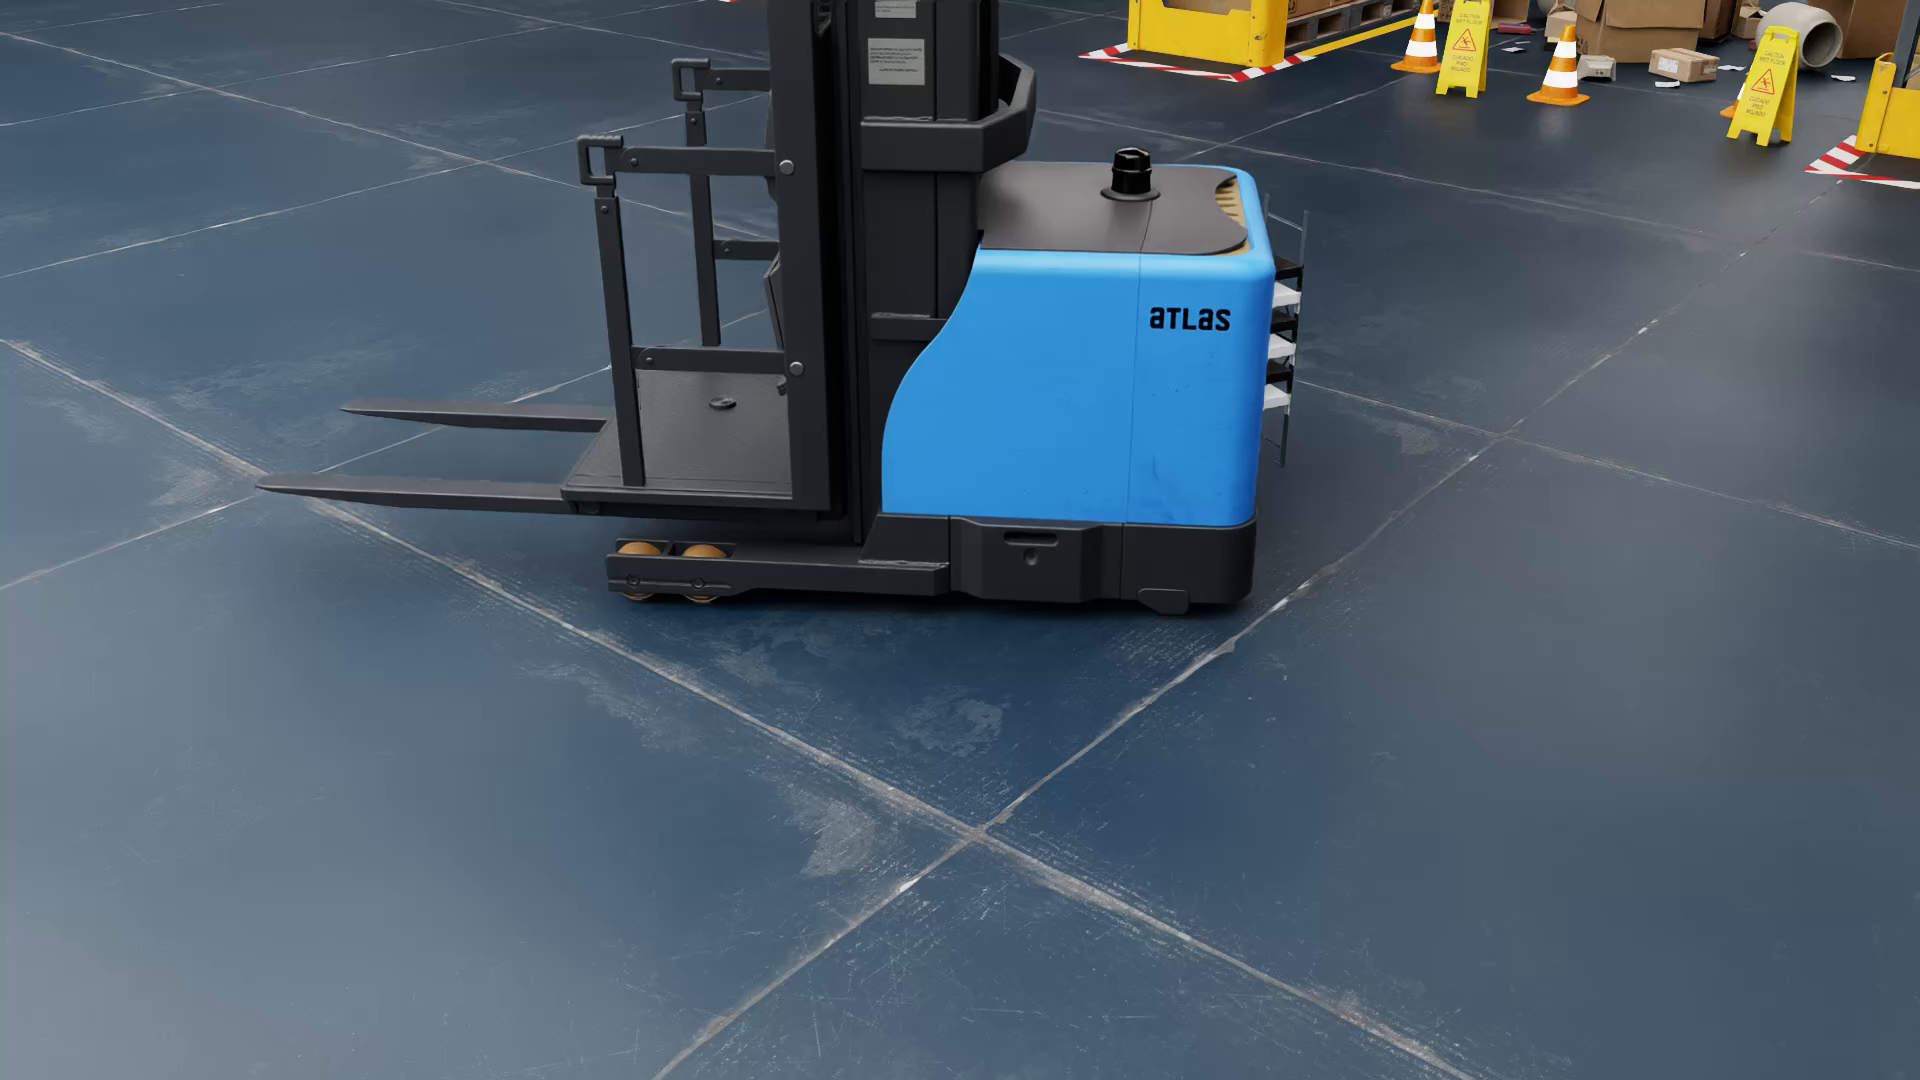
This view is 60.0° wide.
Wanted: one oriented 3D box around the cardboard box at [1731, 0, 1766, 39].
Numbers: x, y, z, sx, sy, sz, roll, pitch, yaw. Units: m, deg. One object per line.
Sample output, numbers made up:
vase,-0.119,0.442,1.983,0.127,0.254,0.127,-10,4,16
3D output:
cardboard box,6.038,-3.997,12.688,0.258,0.266,0.396,0,27,0

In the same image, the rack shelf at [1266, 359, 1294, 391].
rack shelf,0.973,-0.570,5.640,0.200,0.077,0.258,-12,30,-22

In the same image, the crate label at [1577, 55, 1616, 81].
crate label,4.326,-3.214,11.313,0.250,0.136,0.298,4,28,8

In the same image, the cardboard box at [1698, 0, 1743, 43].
cardboard box,5.420,-4.103,12.486,0.797,0.637,0.503,21,34,34

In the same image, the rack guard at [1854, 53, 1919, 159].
rack guard,5.716,-2.372,9.290,1.175,0.500,0.348,21,34,34

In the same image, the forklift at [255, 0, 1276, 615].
forklift,-0.623,-1.357,4.683,3.031,2.935,1.130,3,27,5

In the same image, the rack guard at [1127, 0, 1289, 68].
rack guard,1.769,-3.747,11.949,1.175,0.500,0.348,21,34,34

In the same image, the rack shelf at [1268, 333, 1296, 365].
rack shelf,0.973,-0.650,5.599,0.200,0.077,0.258,-12,30,-22

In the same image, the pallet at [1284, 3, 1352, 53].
pallet,2.232,-3.934,12.624,1.003,0.211,1.213,21,34,34

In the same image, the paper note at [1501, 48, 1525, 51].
paper note,4.065,-3.591,12.161,0.142,0.017,0.144,-15,31,-27

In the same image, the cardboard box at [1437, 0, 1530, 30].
cardboard box,4.133,-4.325,13.063,0.500,0.500,0.500,-21,34,-35

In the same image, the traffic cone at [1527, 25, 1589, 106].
traffic cone,3.873,-3.061,10.664,0.336,0.463,0.334,21,34,34

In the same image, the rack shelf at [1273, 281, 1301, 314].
rack shelf,0.973,-0.809,5.516,0.200,0.077,0.258,-12,30,-22

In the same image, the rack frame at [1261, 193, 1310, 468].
rack frame,1.065,-0.699,5.621,0.006,0.900,0.240,-12,30,-22

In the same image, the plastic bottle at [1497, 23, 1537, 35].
plastic bottle,4.281,-3.925,12.770,0.283,0.061,0.133,9,29,17

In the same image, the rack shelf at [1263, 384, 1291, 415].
rack shelf,0.973,-0.490,5.681,0.200,0.077,0.258,-12,30,-22

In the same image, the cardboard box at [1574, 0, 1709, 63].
cardboard box,4.832,-3.709,11.872,0.797,0.503,0.637,0,27,0

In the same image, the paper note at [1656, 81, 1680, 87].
paper note,4.733,-3.053,11.118,0.148,0.019,0.142,9,29,17

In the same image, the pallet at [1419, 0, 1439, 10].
pallet,3.784,-4.799,14.296,1.003,0.211,1.213,21,34,34

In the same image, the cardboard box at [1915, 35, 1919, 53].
cardboard box,5.976,-3.114,9.723,0.500,0.500,0.500,21,34,35

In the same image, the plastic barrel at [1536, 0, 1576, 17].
plastic barrel,4.791,-4.289,13.080,0.421,0.421,0.512,-5,28,-9

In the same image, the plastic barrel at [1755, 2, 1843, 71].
plastic barrel,5.814,-3.485,11.527,0.421,0.421,0.512,-5,28,-9

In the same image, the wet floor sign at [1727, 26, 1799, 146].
wet floor sign,4.722,-2.655,9.679,0.232,0.644,0.267,-15,31,-27

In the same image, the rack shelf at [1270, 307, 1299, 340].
rack shelf,0.973,-0.729,5.557,0.200,0.077,0.258,-12,30,-22

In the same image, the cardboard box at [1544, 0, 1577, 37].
cardboard box,4.656,-3.922,12.542,0.258,0.266,0.396,-21,34,-35

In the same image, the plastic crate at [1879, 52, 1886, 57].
plastic crate,6.581,-3.259,11.463,0.402,0.080,0.583,9,29,17

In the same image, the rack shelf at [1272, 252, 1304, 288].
rack shelf,0.973,-0.889,5.475,0.200,0.077,0.258,-12,30,-22

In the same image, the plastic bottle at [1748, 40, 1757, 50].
plastic bottle,5.944,-3.659,12.256,0.283,0.061,0.133,-21,34,-35

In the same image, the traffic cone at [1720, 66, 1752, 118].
traffic cone,4.946,-2.858,10.270,0.336,0.463,0.334,21,34,34

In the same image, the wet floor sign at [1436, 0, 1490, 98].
wet floor sign,3.294,-3.231,10.794,0.267,0.644,0.232,15,31,26

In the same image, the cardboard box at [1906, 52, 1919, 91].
cardboard box,5.990,-2.794,9.922,0.500,0.250,0.500,21,34,34

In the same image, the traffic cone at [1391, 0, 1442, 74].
traffic cone,3.218,-3.512,11.536,0.336,0.463,0.334,21,34,34

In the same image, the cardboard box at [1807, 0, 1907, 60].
cardboard box,6.481,-3.782,12.013,0.500,0.500,0.500,-5,28,-9

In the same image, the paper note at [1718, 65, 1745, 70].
paper note,5.389,-3.305,11.619,0.142,0.019,0.148,-15,31,-27

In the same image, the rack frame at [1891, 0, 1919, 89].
rack frame,5.668,-3.455,8.664,1.000,3.000,0.127,21,34,34

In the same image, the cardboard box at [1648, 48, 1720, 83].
cardboard box,4.943,-3.244,11.358,0.250,0.149,0.380,-10,29,-18

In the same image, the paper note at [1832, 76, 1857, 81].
paper note,6.008,-3.145,11.297,0.142,0.019,0.148,9,29,17

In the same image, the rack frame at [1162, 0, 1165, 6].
rack frame,1.784,-4.866,11.391,1.000,3.000,0.127,21,34,34

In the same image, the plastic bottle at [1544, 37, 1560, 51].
plastic bottle,4.387,-3.667,12.272,0.133,0.061,0.283,9,29,17

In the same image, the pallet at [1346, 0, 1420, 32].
pallet,3.009,-4.364,13.456,1.003,0.211,1.213,21,34,34

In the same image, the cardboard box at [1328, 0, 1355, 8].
cardboard box,2.723,-4.681,12.889,0.875,0.875,0.875,20,34,34

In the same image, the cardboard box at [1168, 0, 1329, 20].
cardboard box,2.165,-4.368,12.285,0.875,0.875,0.875,21,34,35

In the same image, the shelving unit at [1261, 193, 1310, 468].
shelving unit,0.973,-0.679,5.583,0.210,0.900,0.258,-12,30,-22
